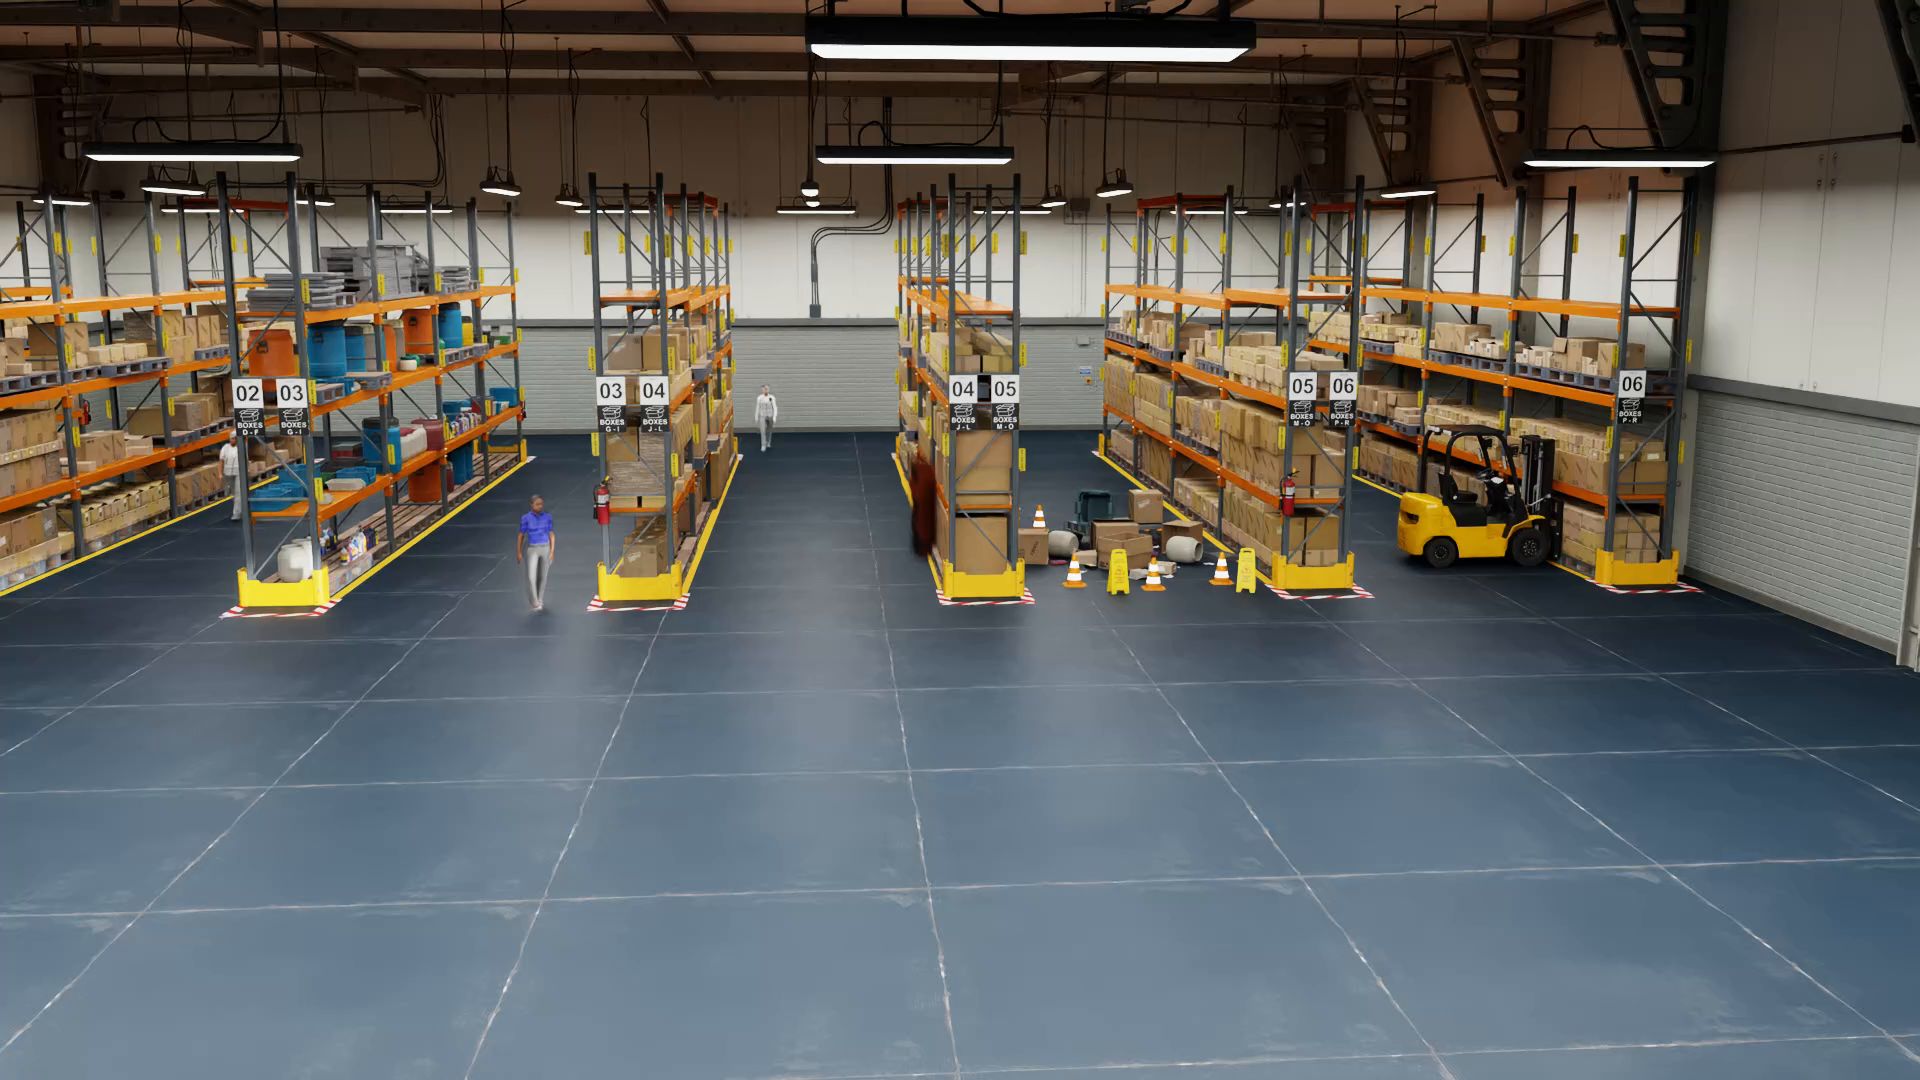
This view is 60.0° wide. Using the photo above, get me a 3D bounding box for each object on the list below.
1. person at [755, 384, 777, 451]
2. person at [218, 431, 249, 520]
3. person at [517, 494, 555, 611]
[{"bbox_3d":[-4.779,-3.050,41.140,0.527,1.613,1.022,-2,10,-13],"label":"person"},{"bbox_3d":[-13.475,-1.221,30.882,0.492,1.611,1.007,0,10,0],"label":"person"},{"bbox_3d":[-5.814,0.185,22.964,0.494,1.590,0.982,-6,12,-31],"label":"person"}]
